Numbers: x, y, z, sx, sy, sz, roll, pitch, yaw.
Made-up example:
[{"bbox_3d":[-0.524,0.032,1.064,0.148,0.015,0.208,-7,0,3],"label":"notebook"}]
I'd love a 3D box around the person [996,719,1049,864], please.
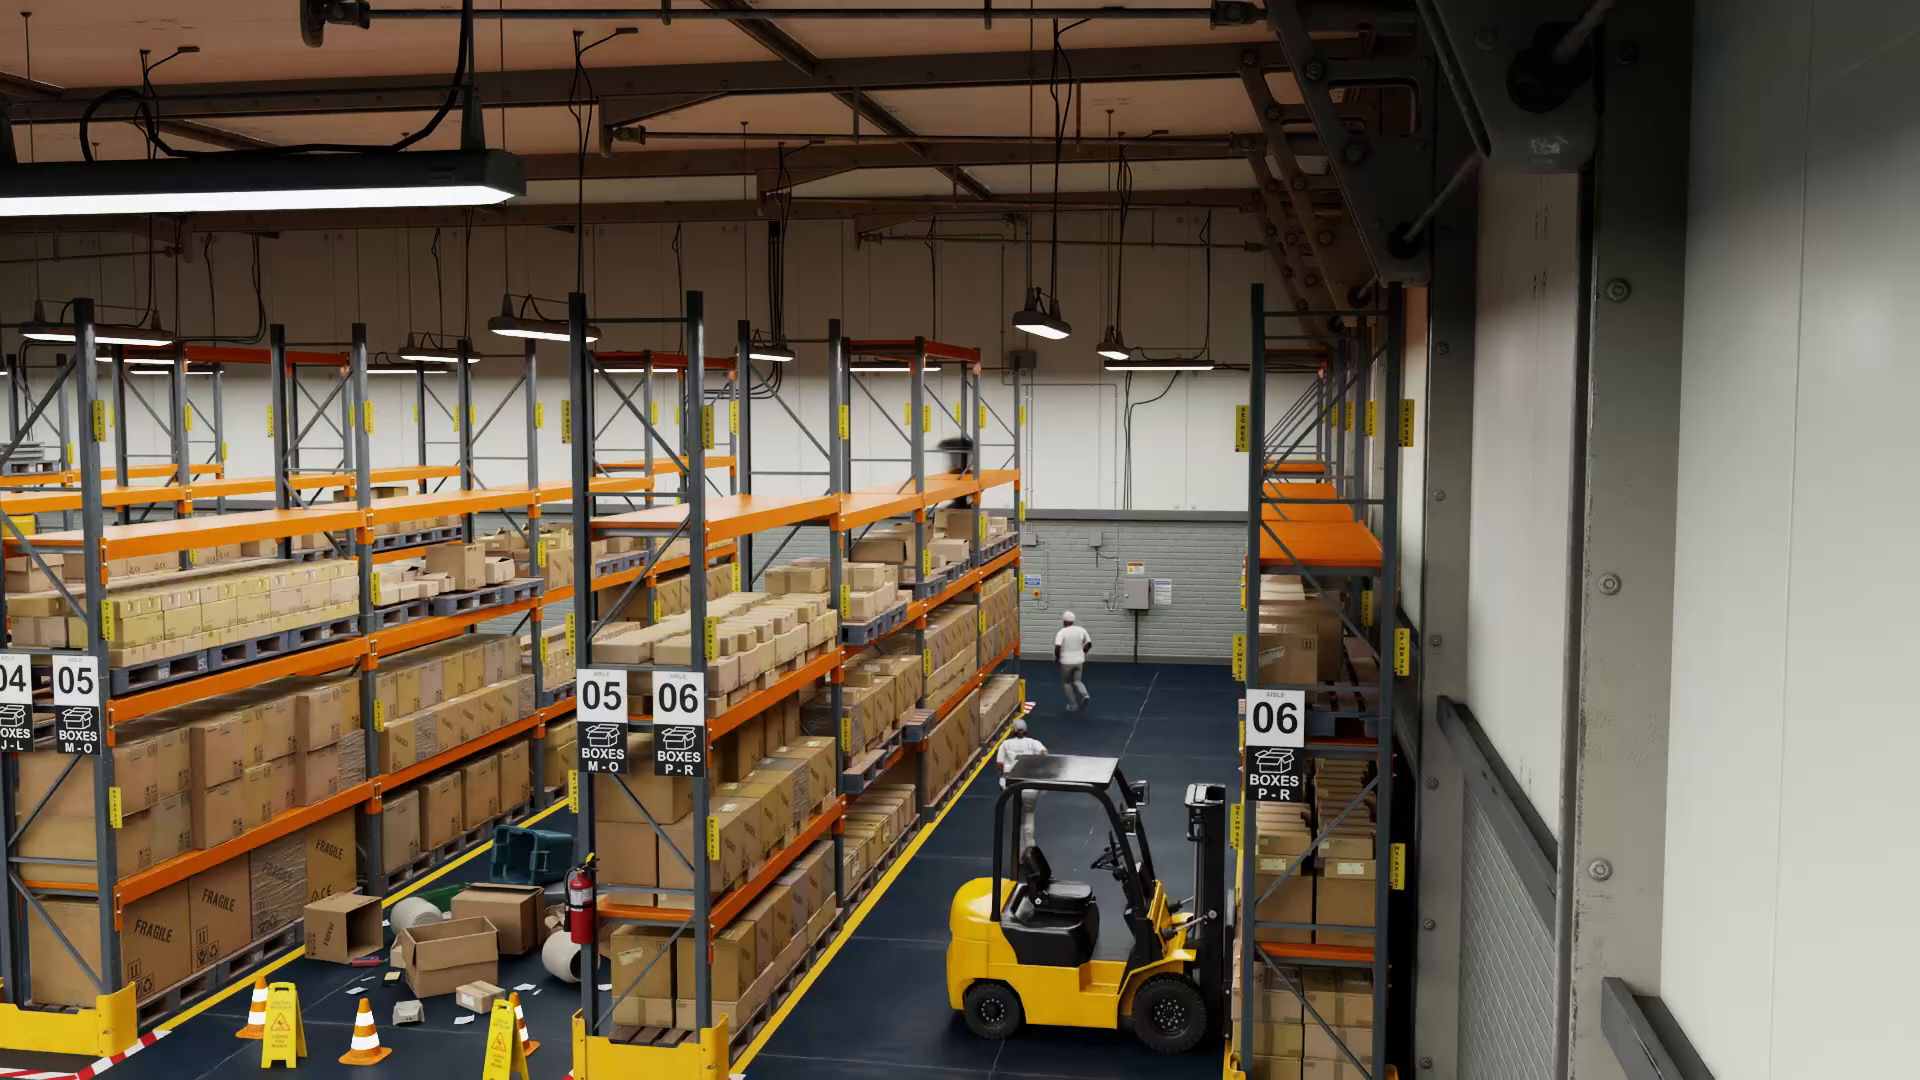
[{"bbox_3d":[0.709,2.849,18.972,0.595,1.590,0.689,0,5,-4],"label":"person"}]

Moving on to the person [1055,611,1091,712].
[{"bbox_3d":[1.906,2.064,28.001,0.696,1.723,0.745,-2,5,-22],"label":"person"}]
